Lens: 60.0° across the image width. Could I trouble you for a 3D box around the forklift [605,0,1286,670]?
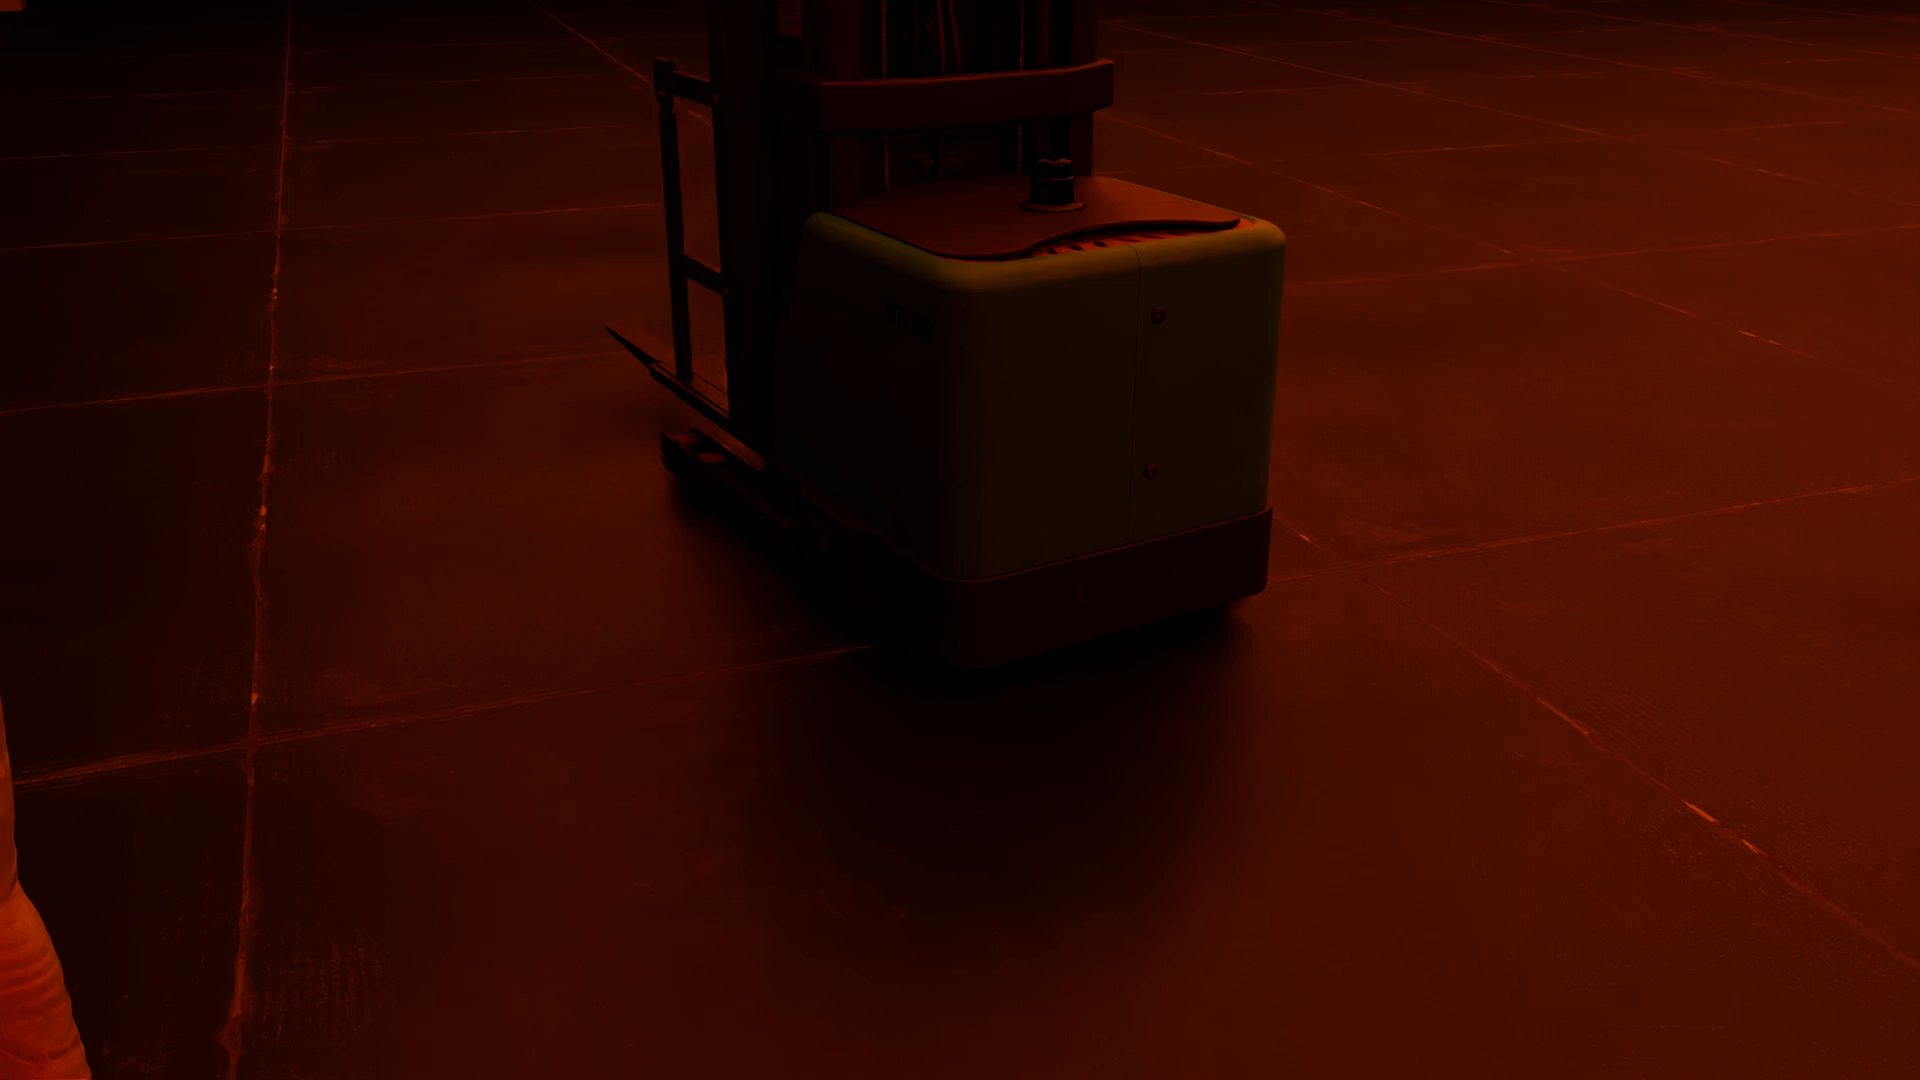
[{"bbox_3d":[-0.334,-1.556,4.998,1.130,2.935,3.031,-13,26,-28],"label":"forklift"}]
